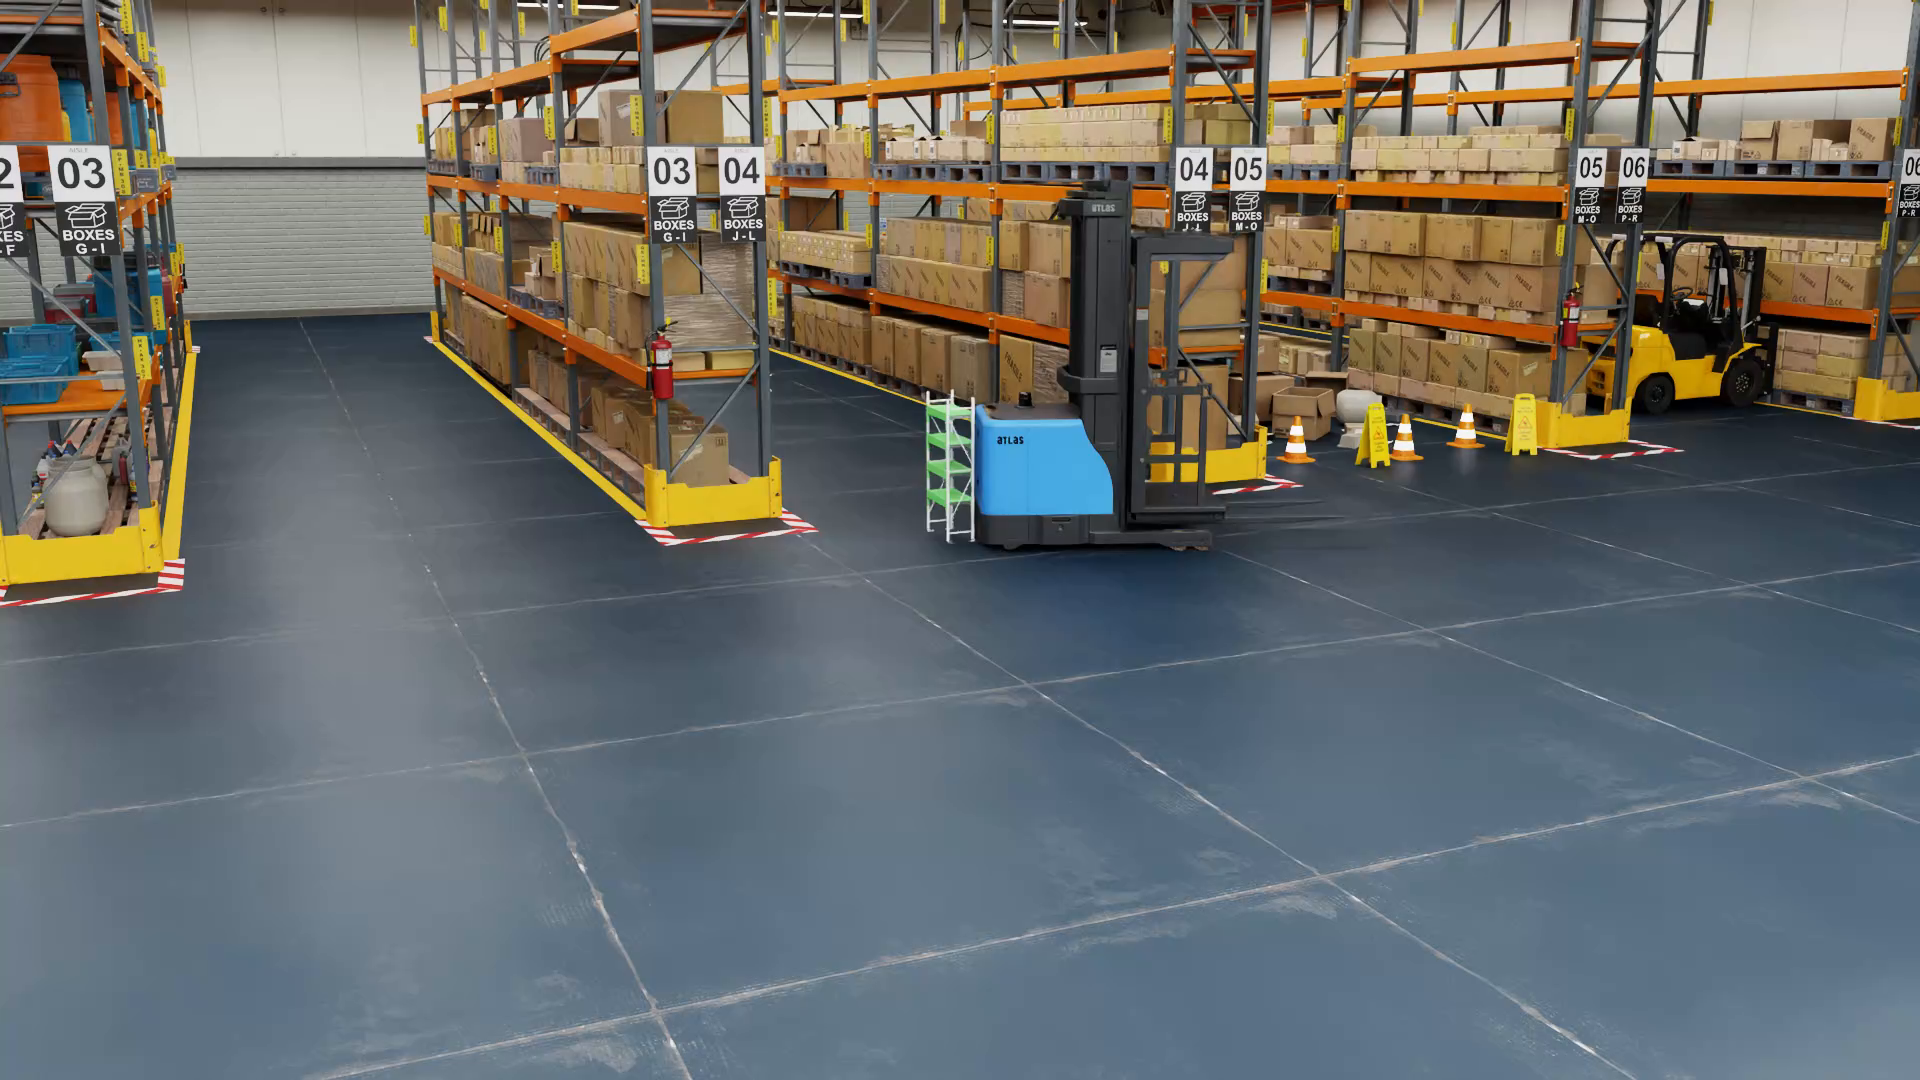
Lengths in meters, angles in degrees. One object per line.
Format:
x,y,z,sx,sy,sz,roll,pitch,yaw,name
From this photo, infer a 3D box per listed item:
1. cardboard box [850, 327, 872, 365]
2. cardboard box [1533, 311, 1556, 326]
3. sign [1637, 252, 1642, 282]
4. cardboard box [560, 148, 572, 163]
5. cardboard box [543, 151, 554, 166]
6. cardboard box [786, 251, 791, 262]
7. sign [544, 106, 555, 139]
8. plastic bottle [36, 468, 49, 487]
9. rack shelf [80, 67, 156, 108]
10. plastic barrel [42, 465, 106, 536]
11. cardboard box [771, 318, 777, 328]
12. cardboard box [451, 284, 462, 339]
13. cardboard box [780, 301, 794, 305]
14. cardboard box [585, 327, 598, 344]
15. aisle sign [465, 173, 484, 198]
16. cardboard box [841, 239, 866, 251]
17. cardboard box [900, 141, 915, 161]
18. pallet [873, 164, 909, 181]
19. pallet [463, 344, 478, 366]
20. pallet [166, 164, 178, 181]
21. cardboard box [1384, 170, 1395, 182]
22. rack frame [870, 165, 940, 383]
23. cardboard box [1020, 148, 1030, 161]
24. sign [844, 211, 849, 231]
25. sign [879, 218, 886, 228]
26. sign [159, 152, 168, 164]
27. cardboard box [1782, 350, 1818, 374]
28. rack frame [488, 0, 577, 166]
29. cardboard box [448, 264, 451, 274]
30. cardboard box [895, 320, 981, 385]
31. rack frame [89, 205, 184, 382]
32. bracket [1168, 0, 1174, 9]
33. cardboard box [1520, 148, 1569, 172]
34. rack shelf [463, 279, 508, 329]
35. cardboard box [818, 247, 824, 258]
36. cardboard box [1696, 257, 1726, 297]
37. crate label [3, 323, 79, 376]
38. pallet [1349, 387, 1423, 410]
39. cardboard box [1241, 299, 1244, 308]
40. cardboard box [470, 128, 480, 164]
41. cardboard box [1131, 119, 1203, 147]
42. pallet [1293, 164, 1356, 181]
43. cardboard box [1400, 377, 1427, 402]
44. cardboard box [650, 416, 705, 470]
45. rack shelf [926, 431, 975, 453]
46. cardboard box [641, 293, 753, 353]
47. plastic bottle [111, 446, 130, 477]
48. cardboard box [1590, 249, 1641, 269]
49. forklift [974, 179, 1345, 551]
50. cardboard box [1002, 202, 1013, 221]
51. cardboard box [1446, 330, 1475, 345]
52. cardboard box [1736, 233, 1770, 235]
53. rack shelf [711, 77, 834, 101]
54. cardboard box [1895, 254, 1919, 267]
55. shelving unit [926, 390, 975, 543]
-1.260,-2.817,24.001,0.500,0.500,0.500,-6,14,-23,cardboard box
6.597,-2.468,18.440,0.380,0.149,0.250,-5,14,-21,cardboard box
7.440,-3.004,18.276,0.100,0.325,0.005,-6,14,-23,sign
-3.892,-3.952,17.088,0.380,0.149,0.250,-6,14,-25,cardboard box
-4.583,-4.395,19.140,0.380,0.166,0.250,-6,14,-25,cardboard box
-2.507,-4.447,26.056,0.380,0.149,0.250,-5,14,-22,cardboard box
-4.247,-4.318,17.204,0.100,0.325,0.005,-6,14,-23,sign
-7.889,-0.472,14.322,0.152,0.276,0.135,-6,14,-23,plastic bottle
-10.682,-5.634,20.737,1.077,0.370,4.000,-6,14,-23,rack shelf
-7.009,-0.312,13.152,0.421,0.512,0.421,0,13,0,plastic barrel
-2.897,-3.596,27.486,0.380,0.149,0.250,-6,14,-26,cardboard box
-7.853,-3.800,27.416,0.875,0.875,0.875,-6,14,-23,cardboard box
-2.910,-4.065,28.852,0.380,0.149,0.250,-6,14,-23,cardboard box
-3.544,-2.062,16.684,0.380,0.149,0.250,-6,14,-23,cardboard box
-8.301,-6.252,28.465,0.394,0.787,0.004,-6,14,-23,aisle sign
-1.472,-4.202,23.678,0.380,0.149,0.250,-6,14,-24,cardboard box
-0.468,-5.086,21.722,0.500,0.250,0.500,-5,14,-21,cardboard box
-0.451,-4.959,22.410,1.213,0.211,1.003,-5,14,-20,pallet
-7.177,-2.923,26.030,1.003,0.211,1.213,-6,14,-23,pallet
-11.079,-4.886,22.094,1.213,0.211,1.003,-6,14,-23,pallet
5.495,-4.511,20.614,0.380,0.149,0.250,-6,14,-23,cardboard box
-0.757,-3.718,23.281,1.000,3.000,0.127,-6,14,-23,rack frame
0.884,-4.273,18.430,0.380,0.149,0.250,-6,14,-23,cardboard box
-1.852,-5.159,26.941,0.100,0.325,0.005,-6,14,-23,sign
-1.816,-7.141,37.474,0.327,0.218,0.001,-6,14,-23,sign
-10.978,-5.185,22.947,0.100,0.325,0.005,-6,14,-23,sign
10.817,-2.267,21.073,0.500,0.250,0.500,-6,14,-24,cardboard box
-5.342,-6.213,20.759,1.000,3.000,0.127,-6,14,-23,rack frame
-7.882,-4.293,26.326,0.380,0.149,0.250,-6,14,-24,cardboard box
-0.242,-2.512,22.129,1.050,0.750,0.750,-5,14,-22,cardboard box
-11.483,-3.670,23.073,1.000,3.000,0.127,-6,14,-23,rack frame
4.667,-11.485,35.552,0.235,0.232,0.430,-6,14,-23,bracket
6.491,-4.147,18.158,0.500,0.250,0.500,-6,14,-24,cardboard box
-6.143,-3.353,23.302,1.077,0.370,4.000,-6,14,-23,rack shelf
-1.891,-4.272,24.642,0.380,0.149,0.250,-5,14,-22,cardboard box
10.253,-3.531,22.253,0.500,0.500,0.500,-6,14,-24,cardboard box
-7.661,-1.563,13.894,0.502,0.435,0.616,-6,14,-23,crate label
5.642,-1.865,21.461,1.003,0.211,1.213,-6,14,-23,pallet
5.665,-4.841,32.747,0.500,0.500,0.500,-5,14,-22,cardboard box
-6.703,-5.713,24.095,0.700,0.500,0.500,-5,14,-22,cardboard box
1.995,-3.927,16.054,0.500,0.250,0.500,-5,14,-22,cardboard box
5.191,-4.866,22.008,1.213,0.211,1.003,-6,14,-23,pallet
5.768,-1.859,20.418,0.500,0.250,0.500,-6,14,-24,cardboard box
-2.643,-0.876,15.613,0.500,0.500,0.500,-2,13,-8,cardboard box
-0.083,-0.790,13.842,0.258,0.148,0.480,-5,14,-20,rack shelf
-2.333,-1.948,14.751,0.875,0.500,0.500,-6,14,-23,cardboard box
-7.805,-0.739,15.475,0.152,0.276,0.135,-6,14,-23,plastic bottle
9.456,-4.057,23.972,0.500,0.250,0.500,-6,14,-24,cardboard box
1.650,-1.458,13.671,3.031,2.935,1.130,-1,13,-4,forklift
1.092,-5.935,30.420,0.500,0.500,0.500,-6,14,-23,cardboard box
5.972,-2.398,19.643,0.380,0.149,0.250,-5,14,-21,cardboard box
10.716,-4.069,22.478,0.380,0.149,0.250,-6,14,-24,cardboard box
-3.161,-7.528,28.042,1.077,0.370,4.000,-6,14,-23,rack shelf
11.591,-3.440,20.421,0.380,0.149,0.250,-6,14,-24,cardboard box
-0.083,-0.619,13.882,0.258,1.200,0.503,-5,14,-20,shelving unit
